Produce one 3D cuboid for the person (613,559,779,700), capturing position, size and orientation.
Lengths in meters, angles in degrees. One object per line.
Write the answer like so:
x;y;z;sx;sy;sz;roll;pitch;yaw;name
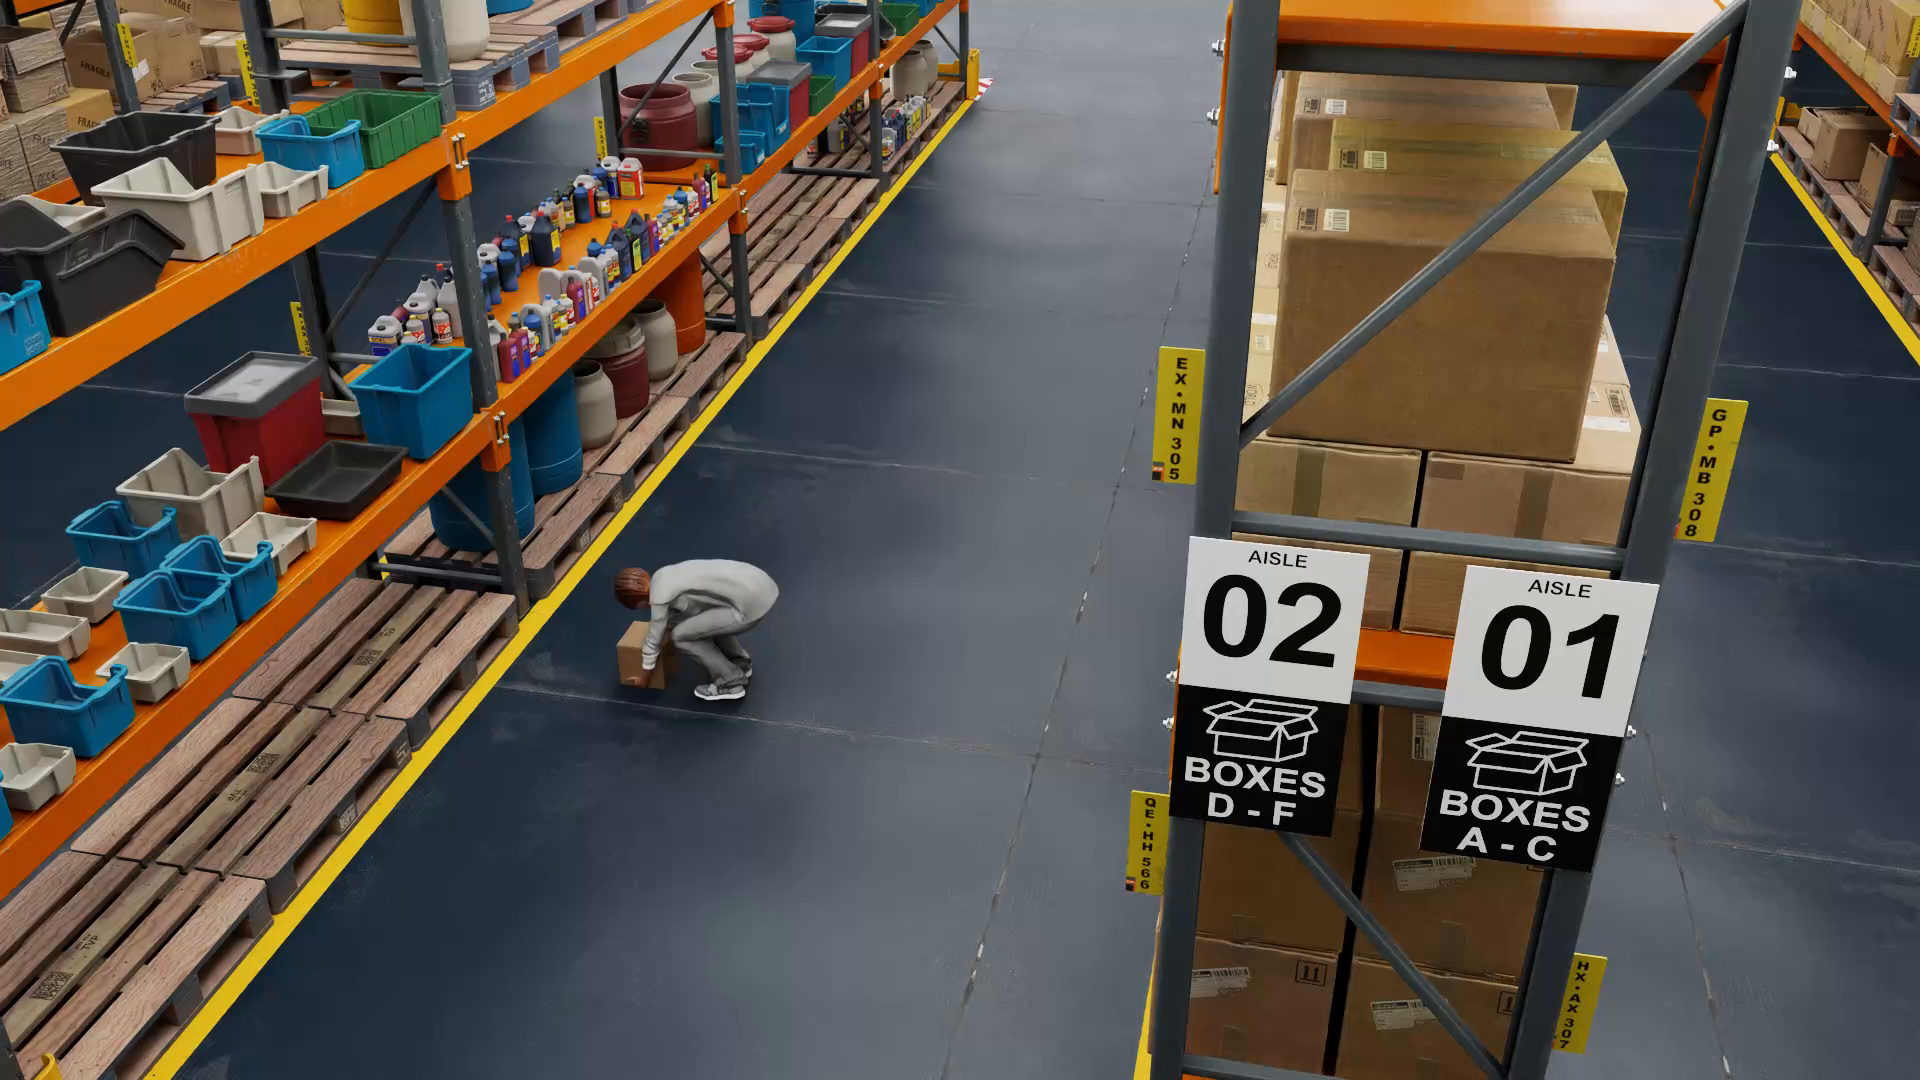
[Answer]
-1.377;0.452;8.713;0.873;0.760;0.423;5;30;9;person
